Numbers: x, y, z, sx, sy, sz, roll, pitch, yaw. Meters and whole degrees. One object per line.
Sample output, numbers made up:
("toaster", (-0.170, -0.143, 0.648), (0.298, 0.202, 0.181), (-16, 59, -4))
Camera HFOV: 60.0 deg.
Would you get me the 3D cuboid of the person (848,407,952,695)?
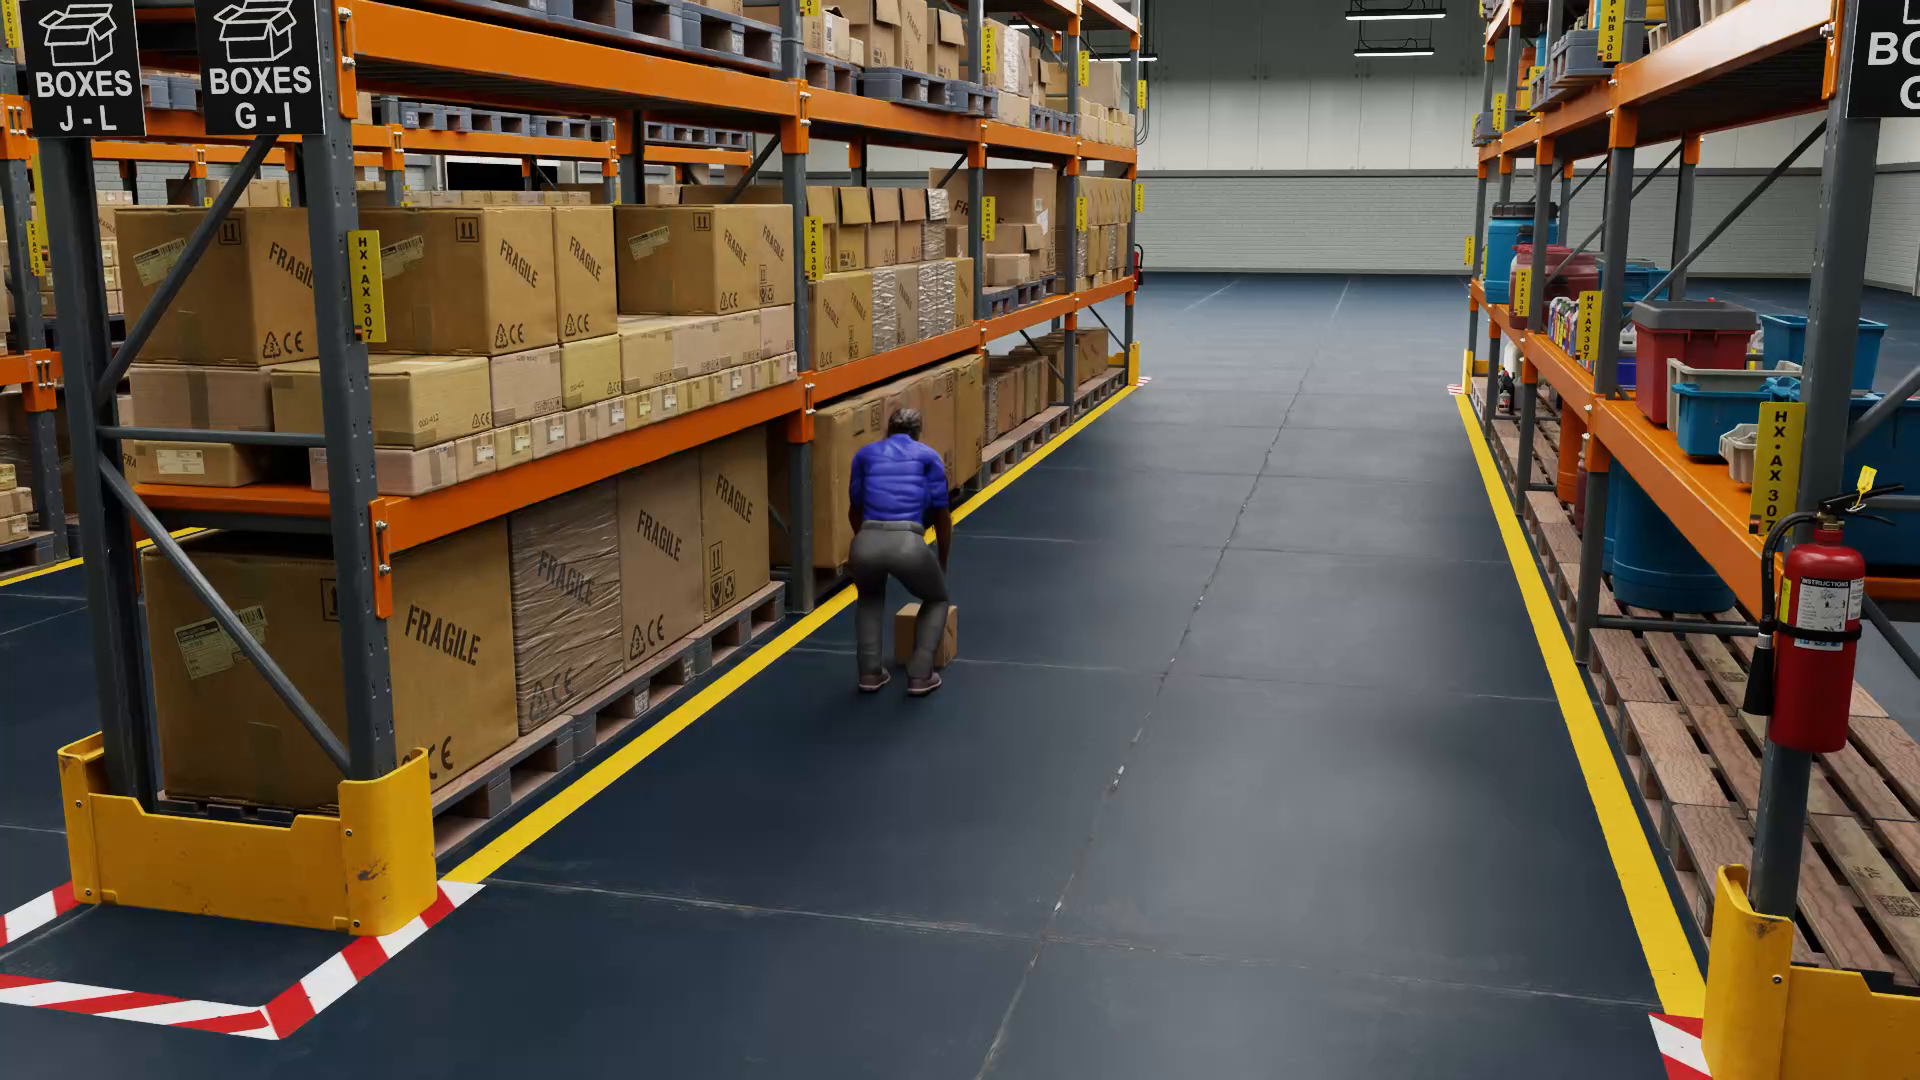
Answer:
("person", (-0.308, 0.052, 7.679), (0.497, 1.277, 0.684), (3, 12, 14))
